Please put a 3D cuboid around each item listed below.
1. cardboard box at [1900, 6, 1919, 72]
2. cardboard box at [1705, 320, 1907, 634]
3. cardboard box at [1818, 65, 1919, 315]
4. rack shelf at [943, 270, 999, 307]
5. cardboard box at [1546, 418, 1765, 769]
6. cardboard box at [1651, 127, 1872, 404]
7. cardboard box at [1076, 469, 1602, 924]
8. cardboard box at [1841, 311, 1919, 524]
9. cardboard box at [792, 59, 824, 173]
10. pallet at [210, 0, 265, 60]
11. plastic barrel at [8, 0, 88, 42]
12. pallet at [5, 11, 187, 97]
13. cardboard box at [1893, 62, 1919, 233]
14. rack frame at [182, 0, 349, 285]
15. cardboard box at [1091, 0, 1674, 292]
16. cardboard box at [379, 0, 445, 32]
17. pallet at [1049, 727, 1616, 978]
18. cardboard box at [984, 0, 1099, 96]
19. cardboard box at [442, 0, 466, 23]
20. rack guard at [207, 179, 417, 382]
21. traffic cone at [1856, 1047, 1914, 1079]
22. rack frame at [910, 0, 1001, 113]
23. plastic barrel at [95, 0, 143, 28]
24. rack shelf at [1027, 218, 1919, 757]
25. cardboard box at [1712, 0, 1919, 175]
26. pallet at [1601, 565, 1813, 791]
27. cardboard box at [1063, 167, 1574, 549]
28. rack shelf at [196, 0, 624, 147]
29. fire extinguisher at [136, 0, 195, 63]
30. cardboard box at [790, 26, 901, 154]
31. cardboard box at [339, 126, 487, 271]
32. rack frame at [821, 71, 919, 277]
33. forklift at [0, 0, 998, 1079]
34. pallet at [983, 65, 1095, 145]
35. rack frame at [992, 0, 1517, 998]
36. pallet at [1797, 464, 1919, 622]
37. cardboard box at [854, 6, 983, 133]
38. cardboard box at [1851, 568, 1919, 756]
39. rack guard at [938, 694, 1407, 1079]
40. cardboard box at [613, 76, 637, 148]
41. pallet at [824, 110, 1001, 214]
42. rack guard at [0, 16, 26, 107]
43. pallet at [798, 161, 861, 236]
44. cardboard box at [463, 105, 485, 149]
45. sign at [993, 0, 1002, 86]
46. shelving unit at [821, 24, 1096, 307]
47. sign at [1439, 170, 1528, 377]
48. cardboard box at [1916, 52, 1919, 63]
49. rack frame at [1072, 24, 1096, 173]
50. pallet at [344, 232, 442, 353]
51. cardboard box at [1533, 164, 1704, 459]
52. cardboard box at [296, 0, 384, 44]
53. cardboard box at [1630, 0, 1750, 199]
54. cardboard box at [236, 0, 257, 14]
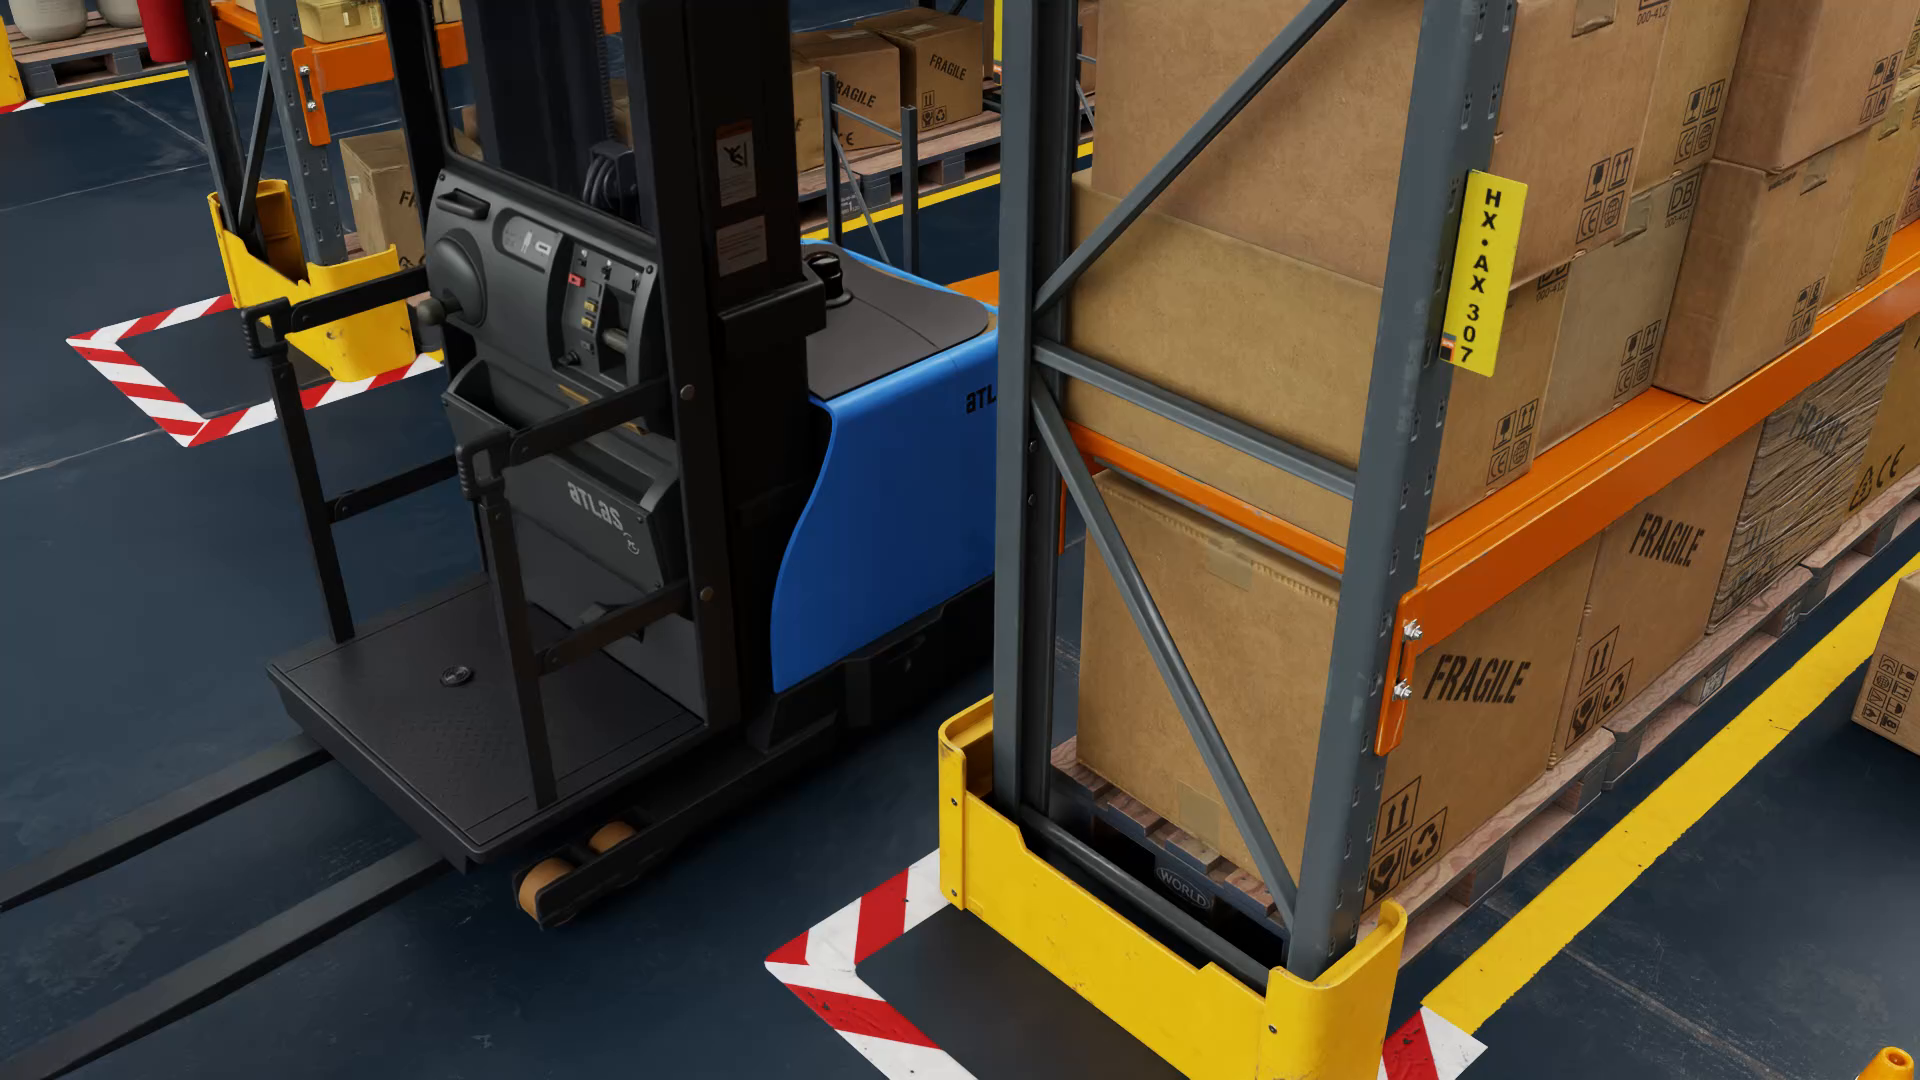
[{"bbox_3d":[1.904,-1.491,4.134,0.500,0.550,0.875,-26,40,-35],"label":"cardboard box"},{"bbox_3d":[2.228,-0.409,5.177,0.875,0.875,0.875,-25,40,-35],"label":"cardboard box"},{"bbox_3d":[1.948,-1.006,4.375,0.500,0.550,0.875,-26,40,-35],"label":"cardboard box"},{"bbox_3d":[0.126,-0.760,5.899,1.000,0.185,0.538,-21,37,-30],"label":"rack shelf"},{"bbox_3d":[1.558,-0.086,4.650,0.875,0.875,0.875,-27,40,-36],"label":"cardboard box"},{"bbox_3d":[1.588,-0.802,4.042,0.550,0.550,0.875,-26,40,-35],"label":"cardboard box"},{"bbox_3d":[0.914,0.227,4.138,0.875,0.875,0.875,-26,40,-35],"label":"cardboard box"},{"bbox_3d":[2.886,-0.730,5.703,0.875,0.875,0.875,-25,39,-35],"label":"cardboard box"},{"bbox_3d":[-1.040,-2.117,8.330,0.500,0.500,0.500,25,39,35],"label":"cardboard box"},{"bbox_3d":[-4.687,-3.635,11.492,1.213,0.211,1.003,-26,40,-35],"label":"pallet"},{"bbox_3d":[-5.773,-3.443,10.488,0.421,0.512,0.421,0,31,0],"label":"plastic barrel"},{"bbox_3d":[-5.581,-3.204,10.788,1.213,0.211,1.003,-26,40,-35],"label":"pallet"},{"bbox_3d":[2.269,-1.232,4.746,0.550,0.550,0.875,-26,40,-35],"label":"cardboard box"},{"bbox_3d":[-2.836,-2.168,6.420,0.127,3.000,1.000,-26,40,-35],"label":"rack frame"},{"bbox_3d":[0.760,-0.876,3.129,0.550,0.550,0.875,-26,40,-35],"label":"cardboard box"},{"bbox_3d":[-2.269,-2.152,6.635,0.250,0.149,0.380,-26,40,-35],"label":"cardboard box"},{"bbox_3d":[0.995,0.641,4.499,1.213,0.211,1.003,-26,40,-35],"label":"pallet"},{"bbox_3d":[0.562,-2.918,9.621,0.700,0.500,0.500,26,40,35],"label":"cardboard box"},{"bbox_3d":[-2.075,-2.235,6.771,0.250,0.149,0.380,-26,40,-35],"label":"cardboard box"},{"bbox_3d":[-2.781,-1.129,7.116,0.348,0.500,1.175,-26,40,-35],"label":"rack guard"},{"bbox_3d":[1.817,1.202,3.340,0.334,0.463,0.336,-26,40,-35],"label":"traffic cone"},{"bbox_3d":[0.097,-3.587,8.740,0.127,3.000,1.000,-26,40,-35],"label":"rack frame"},{"bbox_3d":[-5.406,-3.621,10.779,0.421,0.512,0.421,0,31,0],"label":"plastic barrel"},{"bbox_3d":[1.929,-0.637,4.606,4.000,0.370,1.077,-26,40,-35],"label":"rack shelf"},{"bbox_3d":[1.604,-1.253,3.745,0.550,0.550,0.875,-26,40,-35],"label":"cardboard box"},{"bbox_3d":[1.889,0.211,5.203,1.213,0.211,1.003,-26,40,-35],"label":"pallet"},{"bbox_3d":[0.703,-0.448,3.463,0.550,0.550,0.875,-26,40,-35],"label":"cardboard box"},{"bbox_3d":[-1.370,-2.571,7.768,4.000,0.370,1.077,-26,40,-35],"label":"rack shelf"},{"bbox_3d":[-3.234,-2.271,6.662,0.183,0.674,0.296,-26,40,-35],"label":"fire extinguisher"},{"bbox_3d":[-0.639,-2.367,8.739,0.500,0.500,0.500,-13,34,-21],"label":"cardboard box"},{"bbox_3d":[-2.367,-1.496,7.315,0.500,0.500,0.500,-18,36,-27],"label":"cardboard box"},{"bbox_3d":[-0.286,-0.758,5.552,0.032,1.500,0.500,-21,37,-30],"label":"rack frame"},{"bbox_3d":[-1.173,-0.588,3.902,1.130,2.935,3.031,27,41,37],"label":"forklift"},{"bbox_3d":[0.667,-2.674,9.920,1.213,0.211,1.003,-26,40,-35],"label":"pallet"},{"bbox_3d":[0.462,-0.235,3.259,0.127,3.000,1.000,-26,40,-35],"label":"rack frame"},{"bbox_3d":[2.784,-0.224,5.914,1.213,0.211,1.003,-26,40,-35],"label":"pallet"},{"bbox_3d":[-0.224,-2.573,9.076,0.500,0.500,0.500,-27,41,-37],"label":"cardboard box"},{"bbox_3d":[2.955,0.355,4.688,0.500,0.500,0.500,-19,36,-28],"label":"cardboard box"},{"bbox_3d":[0.444,0.840,3.897,0.348,0.500,1.175,-26,40,-35],"label":"rack guard"},{"bbox_3d":[-1.480,-1.936,8.034,0.500,0.500,0.500,-22,38,-31],"label":"cardboard box"},{"bbox_3d":[-0.372,-2.145,9.056,1.213,0.211,1.003,-26,40,-35],"label":"pallet"},{"bbox_3d":[-6.180,-3.041,10.244,0.348,0.500,1.175,-26,40,-35],"label":"rack guard"},{"bbox_3d":[-1.267,-1.711,8.345,1.213,0.211,1.003,-26,40,-35],"label":"pallet"},{"bbox_3d":[-1.952,-1.721,7.683,0.500,0.500,0.500,-15,35,-23],"label":"cardboard box"},{"bbox_3d":[0.103,-1.042,3.242,0.005,0.325,0.100,-26,40,-35],"label":"sign"},{"bbox_3d":[0.133,-0.916,5.810,1.083,1.500,0.587,-21,37,-30],"label":"shelving unit"},{"bbox_3d":[0.835,-0.423,2.661,0.005,0.325,0.100,-26,40,-35],"label":"sign"},{"bbox_3d":[2.287,-1.682,4.447,0.550,0.550,0.875,-26,40,-35],"label":"cardboard box"},{"bbox_3d":[0.538,-1.068,6.059,0.032,1.500,0.500,-21,37,-30],"label":"rack frame"},{"bbox_3d":[-2.161,-1.280,7.641,1.213,0.211,1.003,-26,40,-35],"label":"pallet"},{"bbox_3d":[1.092,-0.651,3.796,0.550,0.550,0.875,-26,40,-35],"label":"cardboard box"},{"bbox_3d":[-2.465,-2.071,6.502,0.250,0.149,0.380,-26,40,-35],"label":"cardboard box"},{"bbox_3d":[1.101,-1.107,3.506,0.550,0.550,0.875,-26,40,-35],"label":"cardboard box"},{"bbox_3d":[-2.768,-2.241,6.780,0.250,0.149,0.380,-26,40,-35],"label":"cardboard box"}]
